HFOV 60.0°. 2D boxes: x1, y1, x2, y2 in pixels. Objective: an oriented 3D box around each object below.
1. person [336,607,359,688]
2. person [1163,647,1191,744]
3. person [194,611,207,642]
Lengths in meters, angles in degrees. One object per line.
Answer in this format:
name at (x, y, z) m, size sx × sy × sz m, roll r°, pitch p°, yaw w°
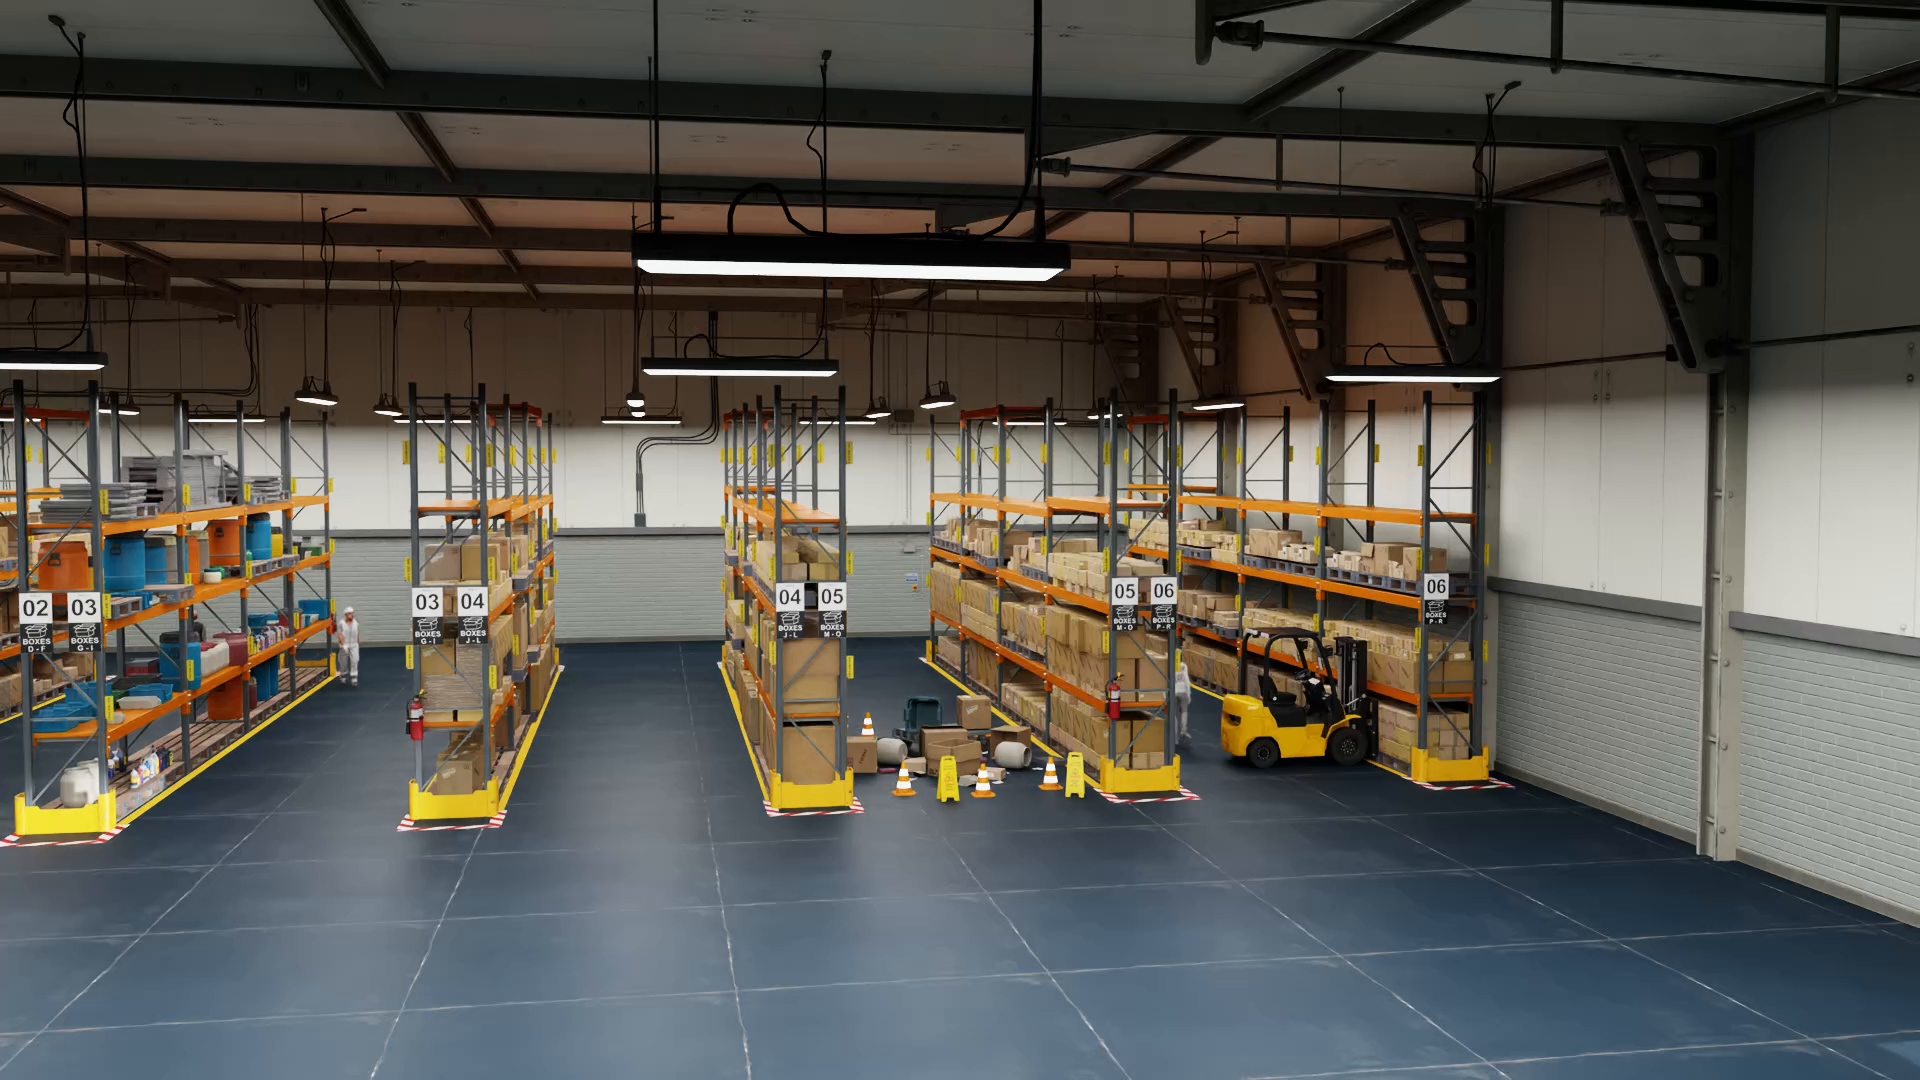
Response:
person at (-13.184, 2.313, 35.881) m, size 0.503 × 1.721 × 1.069 m, roll -2°, pitch 3°, yaw -29°
person at (3.748, 2.694, 28.881) m, size 0.521 × 1.675 × 0.448 m, roll 0°, pitch 3°, yaw 1°
person at (-16.228, 2.352, 35.153) m, size 0.570 × 1.718 × 0.449 m, roll -2°, pitch 4°, yaw -35°
